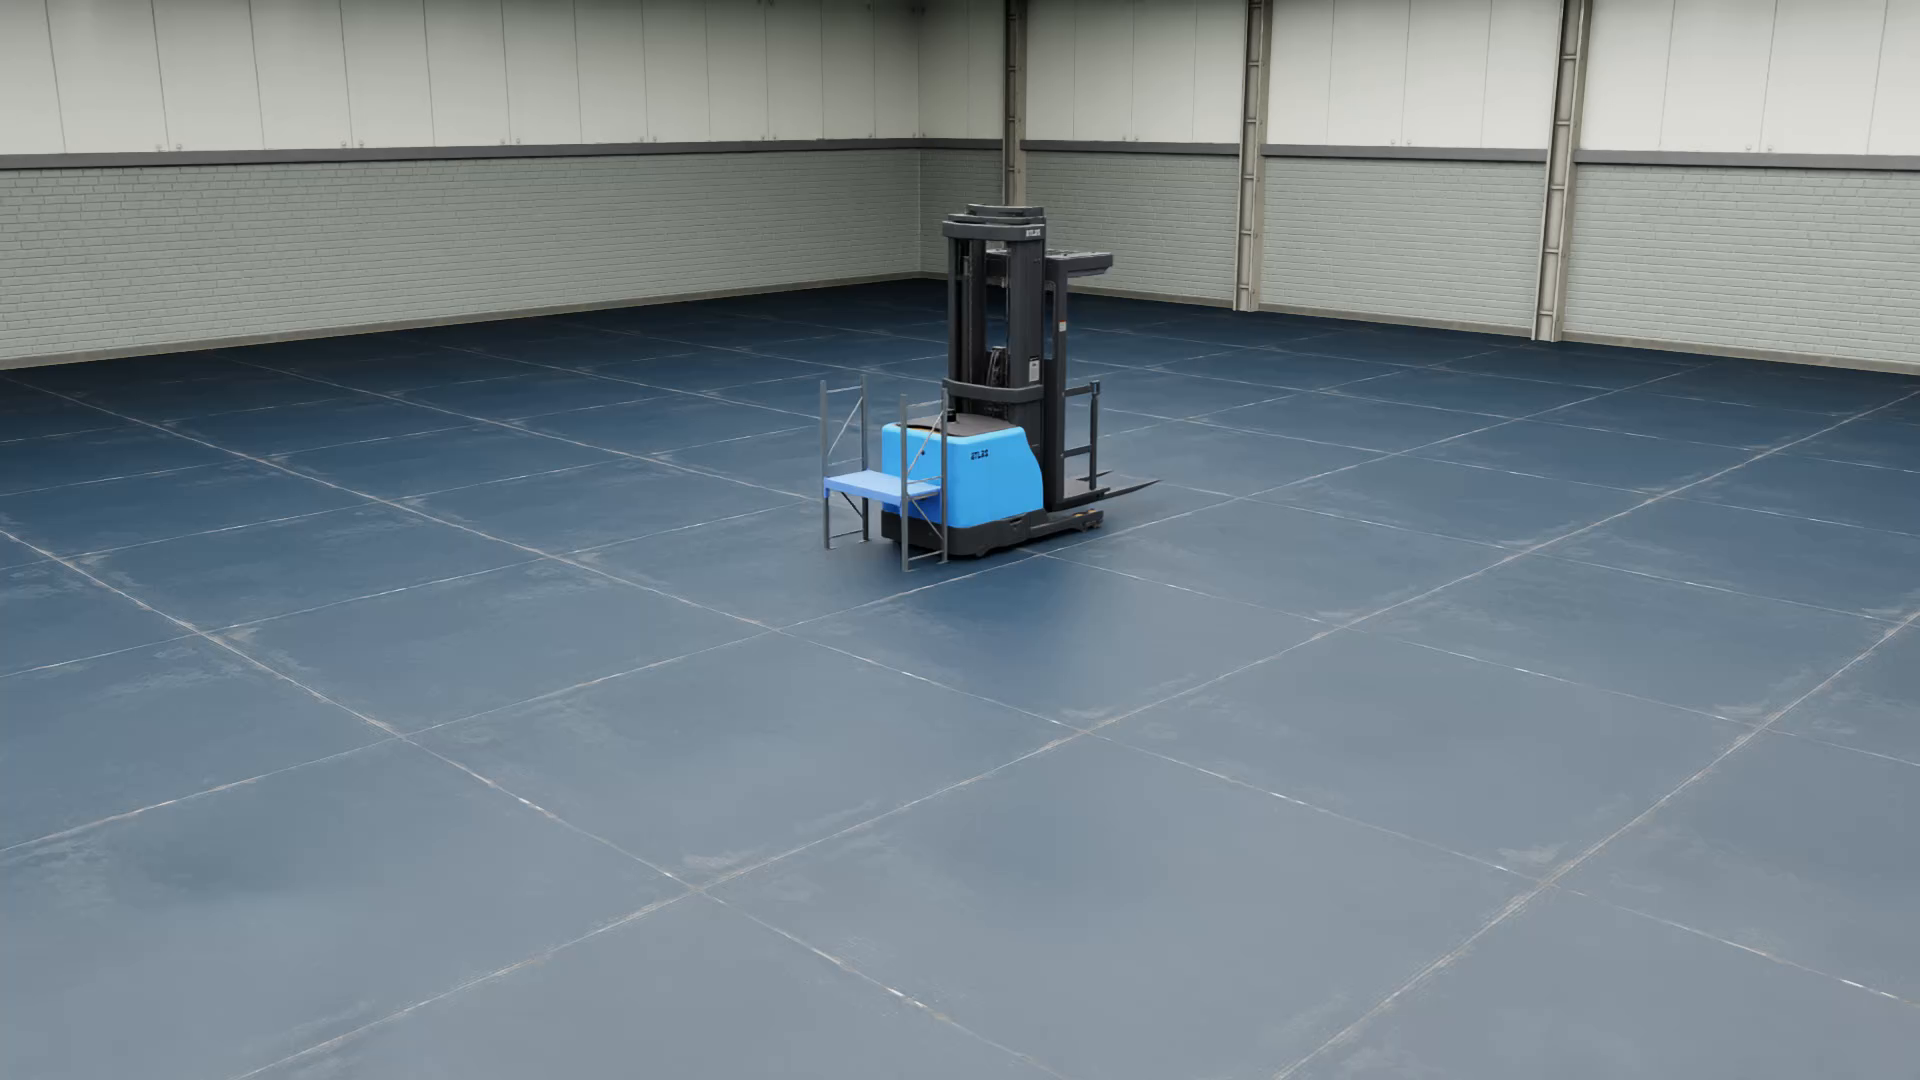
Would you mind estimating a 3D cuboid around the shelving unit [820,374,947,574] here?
[{"bbox_3d":[-0.651,-0.585,14.202,0.538,1.500,1.048,-14,20,-43],"label":"shelving unit"}]

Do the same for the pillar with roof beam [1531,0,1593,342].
[{"bbox_3d":[6.795,-6.910,23.605,0.400,9.000,9.100,14,20,42],"label":"pillar with roof beam"}]

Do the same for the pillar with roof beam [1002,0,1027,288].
[{"bbox_3d":[-1.843,-9.010,31.665,0.400,9.000,9.100,14,20,42],"label":"pillar with roof beam"}]

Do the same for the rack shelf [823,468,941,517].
[{"bbox_3d":[-0.651,-0.411,14.247,0.538,0.185,1.000,-14,20,-43],"label":"rack shelf"}]

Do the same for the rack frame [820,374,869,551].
[{"bbox_3d":[-1.006,-0.677,14.554,0.500,1.500,0.032,-14,20,-43],"label":"rack frame"}]

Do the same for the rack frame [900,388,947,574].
[{"bbox_3d":[-0.296,-0.493,13.850,0.500,1.500,0.032,-14,20,-43],"label":"rack frame"}]

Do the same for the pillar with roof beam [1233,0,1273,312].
[{"bbox_3d":[2.476,-7.960,27.635,0.400,9.000,9.100,14,20,42],"label":"pillar with roof beam"}]

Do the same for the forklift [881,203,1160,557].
[{"bbox_3d":[0.679,-1.573,15.157,1.130,2.935,3.031,13,20,42],"label":"forklift"}]
